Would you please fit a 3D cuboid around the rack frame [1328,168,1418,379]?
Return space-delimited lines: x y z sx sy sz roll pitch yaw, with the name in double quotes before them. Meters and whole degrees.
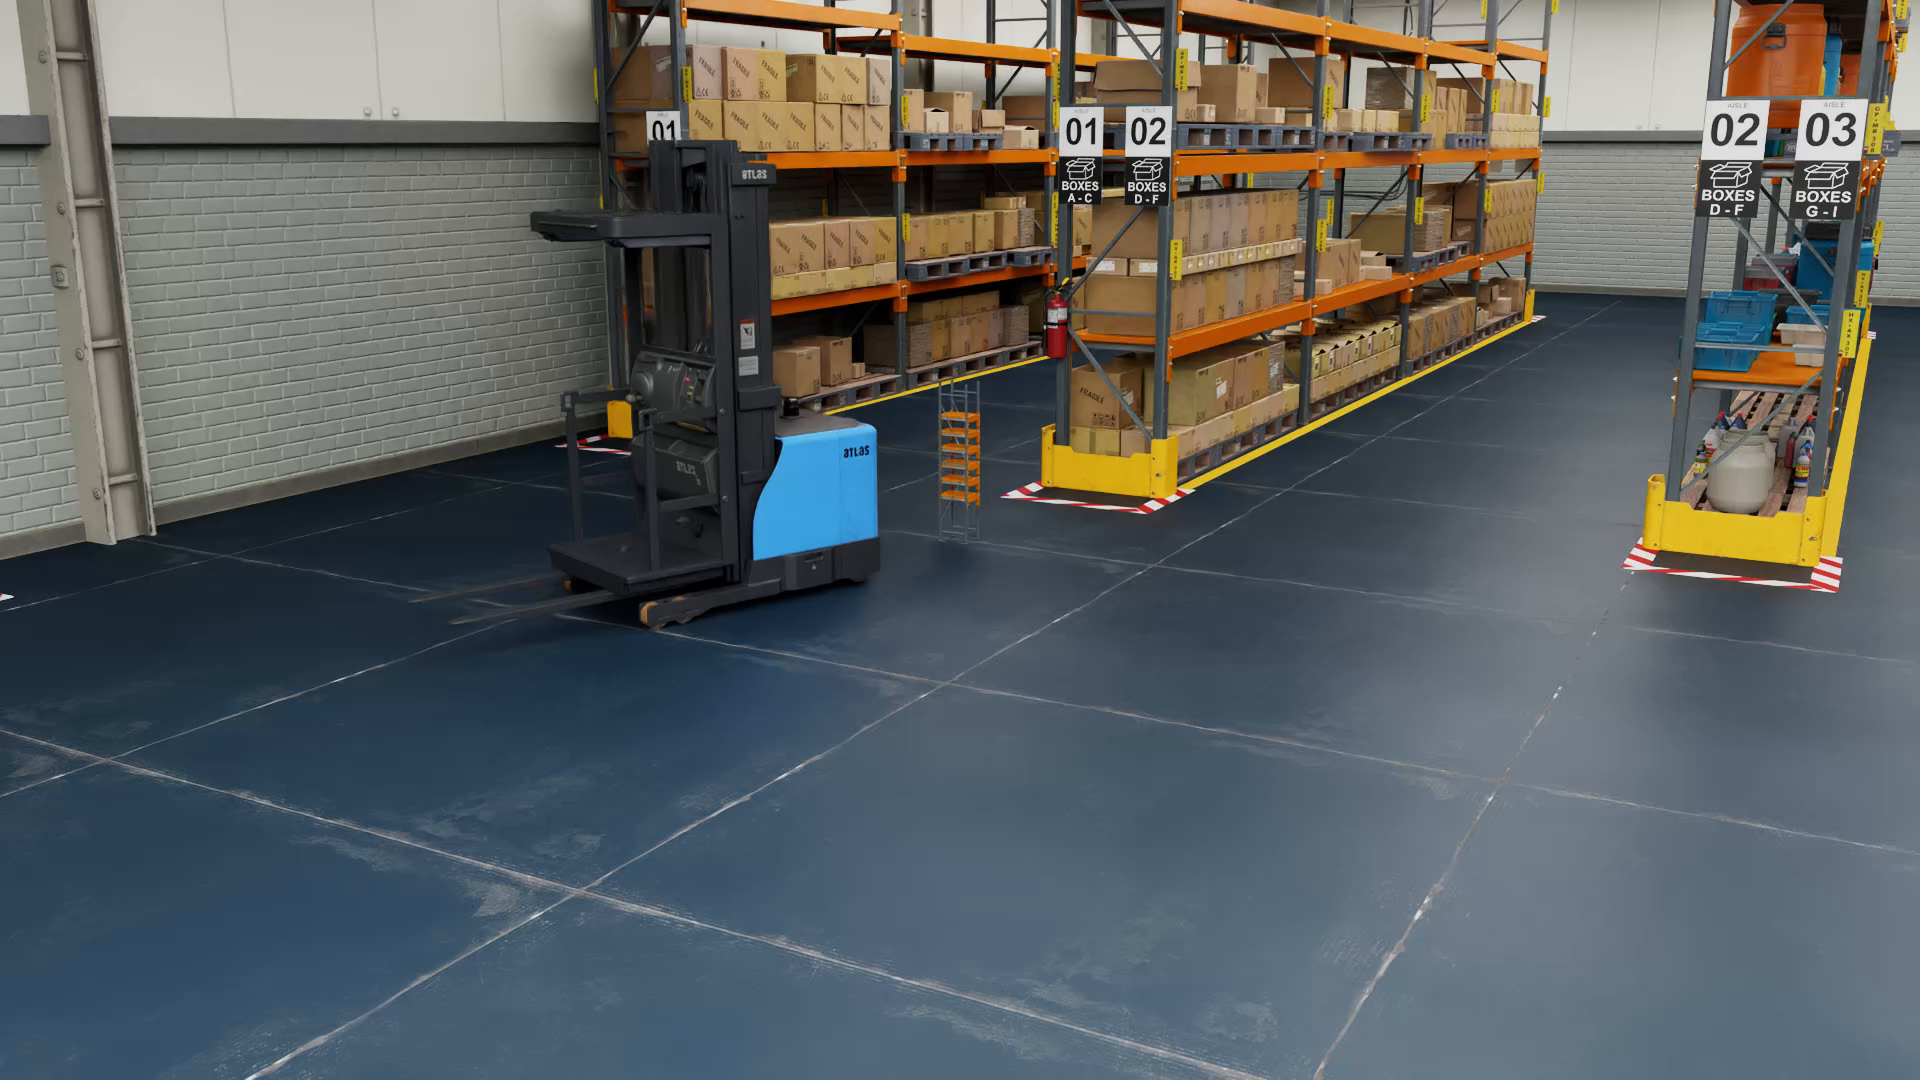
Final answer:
"rack frame" 5.160 -3.548 20.851 1.000 3.000 0.127 7 15 28

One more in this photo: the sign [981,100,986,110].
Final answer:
"sign" 0.340 -5.921 23.022 0.100 0.325 0.005 7 15 28

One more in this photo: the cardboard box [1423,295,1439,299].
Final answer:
"cardboard box" 6.646 -3.296 24.199 0.500 0.500 0.500 7 15 26

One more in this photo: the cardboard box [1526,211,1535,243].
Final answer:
"cardboard box" 9.049 -5.115 27.138 0.500 0.500 0.500 8 16 30

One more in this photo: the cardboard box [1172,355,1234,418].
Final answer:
"cardboard box" 2.217 -1.431 15.438 0.500 0.500 0.500 7 15 28

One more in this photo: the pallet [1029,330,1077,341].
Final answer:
"pallet" 1.269 -2.906 24.138 1.003 0.211 1.213 7 15 28

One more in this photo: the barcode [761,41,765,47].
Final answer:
"barcode" -2.161 -5.433 18.217 0.001 0.075 0.075 7 15 28

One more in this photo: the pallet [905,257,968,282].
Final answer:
"pallet" -0.615 -3.335 20.376 1.003 0.211 1.213 7 15 28

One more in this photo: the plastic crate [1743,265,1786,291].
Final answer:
"plastic crate" 7.527 -2.331 15.664 0.402 0.464 0.583 7 15 28

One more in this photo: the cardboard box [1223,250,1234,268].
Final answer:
"cardboard box" 2.291 -2.591 15.285 0.380 0.149 0.250 7 15 27

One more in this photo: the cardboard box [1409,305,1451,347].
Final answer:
"cardboard box" 6.373 -2.926 22.665 0.500 0.500 0.500 7 15 26

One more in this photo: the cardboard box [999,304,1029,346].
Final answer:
"cardboard box" 0.519 -2.954 22.780 0.700 0.500 0.500 8 16 29

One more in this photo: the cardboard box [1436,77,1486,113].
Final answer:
"cardboard box" 7.295 -6.466 24.206 0.700 0.500 0.500 7 15 28

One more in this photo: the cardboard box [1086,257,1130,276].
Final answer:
"cardboard box" 1.310 -2.371 14.370 0.380 0.149 0.250 7 15 27

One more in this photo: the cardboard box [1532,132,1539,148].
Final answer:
"cardboard box" 9.010 -6.440 26.764 0.500 0.250 0.500 7 15 28

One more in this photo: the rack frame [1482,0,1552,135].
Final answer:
"rack frame" 9.027 -8.106 26.956 1.000 3.000 0.127 7 15 28

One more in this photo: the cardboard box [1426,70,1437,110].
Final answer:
"cardboard box" 5.869 -5.839 21.607 0.500 0.500 0.500 7 15 28

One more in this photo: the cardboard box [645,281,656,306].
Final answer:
"cardboard box" -2.990 -2.522 16.872 0.500 0.250 0.500 8 16 29

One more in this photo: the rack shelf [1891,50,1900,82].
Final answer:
"rack shelf" 12.395 -6.589 23.054 1.077 0.370 4.000 7 15 28

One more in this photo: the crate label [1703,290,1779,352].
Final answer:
"crate label" 6.280 -1.770 13.401 0.502 0.435 0.616 7 15 28

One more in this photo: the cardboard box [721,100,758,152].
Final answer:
"cardboard box" -2.374 -4.130 16.610 0.500 0.500 0.500 9 16 32

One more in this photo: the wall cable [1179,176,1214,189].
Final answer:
"wall cable" 4.480 -6.614 31.399 0.084 1.984 1.851 7 15 28

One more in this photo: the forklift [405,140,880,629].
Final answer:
"forklift" -1.994 -1.014 10.485 3.031 2.935 1.130 -11 18 -39

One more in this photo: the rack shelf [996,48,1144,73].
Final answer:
"rack shelf" 1.788 -6.891 24.306 1.077 0.370 4.000 7 15 28

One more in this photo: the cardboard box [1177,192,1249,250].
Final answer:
"cardboard box" 2.289 -3.006 15.621 0.700 0.500 0.500 7 15 28

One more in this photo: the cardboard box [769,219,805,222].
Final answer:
"cardboard box" -2.021 -3.309 18.537 0.500 0.500 0.500 8 16 30

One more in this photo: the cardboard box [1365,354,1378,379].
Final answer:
"cardboard box" 4.627 -2.071 19.695 0.500 0.250 0.500 8 16 29

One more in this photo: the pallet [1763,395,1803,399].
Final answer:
"pallet" 9.839 -1.797 19.537 1.003 0.211 1.213 7 15 28

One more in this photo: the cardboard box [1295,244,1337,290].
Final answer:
"cardboard box" 3.866 -3.040 18.529 0.500 0.500 0.500 9 16 32

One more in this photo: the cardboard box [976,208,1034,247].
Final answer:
"cardboard box" 0.603 -4.274 22.708 0.700 0.500 0.500 5 15 21

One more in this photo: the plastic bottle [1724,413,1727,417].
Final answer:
"plastic bottle" 7.023 -1.037 15.319 0.097 0.271 0.097 0 14 0

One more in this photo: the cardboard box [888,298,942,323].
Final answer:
"cardboard box" -0.561 -2.895 20.936 0.500 0.250 0.500 7 15 27

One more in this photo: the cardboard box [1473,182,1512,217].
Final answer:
"cardboard box" 8.065 -5.180 25.271 0.500 0.500 0.500 7 15 26

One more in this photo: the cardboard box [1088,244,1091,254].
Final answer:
"cardboard box" 1.781 -4.305 24.482 0.380 0.149 0.250 8 16 29

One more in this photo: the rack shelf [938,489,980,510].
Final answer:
"rack shelf" -0.007 -0.304 12.447 0.258 0.103 0.180 7 15 28

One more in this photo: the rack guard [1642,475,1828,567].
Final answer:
"rack guard" 5.622 -0.151 12.092 1.175 0.500 0.348 7 15 28

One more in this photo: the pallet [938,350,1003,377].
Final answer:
"pallet" -0.148 -2.344 21.804 1.003 0.211 1.213 7 15 28

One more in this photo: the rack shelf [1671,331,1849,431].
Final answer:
"rack shelf" 6.594 -1.405 13.498 1.077 0.370 4.000 7 15 28

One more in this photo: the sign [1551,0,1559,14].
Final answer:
"sign" 9.503 -8.570 26.550 0.100 0.325 0.005 7 15 28

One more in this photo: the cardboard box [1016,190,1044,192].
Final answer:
"cardboard box" 1.067 -4.904 23.986 0.500 0.250 0.500 7 15 26

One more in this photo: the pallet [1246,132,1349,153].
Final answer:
"pallet" 3.641 -4.275 17.875 0.805 0.209 1.217 7 15 26

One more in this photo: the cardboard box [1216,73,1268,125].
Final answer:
"cardboard box" 2.752 -4.433 16.713 0.500 0.500 0.500 9 16 33

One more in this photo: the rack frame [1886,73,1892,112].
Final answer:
"rack frame" 11.428 -6.723 21.221 1.000 3.000 0.127 7 15 28

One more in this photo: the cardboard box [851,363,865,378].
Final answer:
"cardboard box" -1.345 -2.011 19.583 0.380 0.166 0.250 5 15 21

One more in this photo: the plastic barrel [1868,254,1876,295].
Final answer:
"plastic barrel" 9.535 -2.923 17.967 0.600 0.536 0.708 7 15 28

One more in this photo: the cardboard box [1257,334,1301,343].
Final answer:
"cardboard box" 3.660 -2.193 19.003 0.500 0.311 0.500 7 15 28

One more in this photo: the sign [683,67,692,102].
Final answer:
"sign" -2.571 -4.289 15.659 0.100 0.325 0.005 7 15 28

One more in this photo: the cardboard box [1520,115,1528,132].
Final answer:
"cardboard box" 8.515 -6.479 25.860 0.500 0.250 0.500 7 15 28

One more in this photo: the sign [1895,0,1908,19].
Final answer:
"sign" 9.979 -5.685 17.602 0.100 0.325 0.005 7 15 28

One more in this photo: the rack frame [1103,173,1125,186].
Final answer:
"rack frame" 2.755 -4.929 26.580 1.000 3.000 0.127 7 15 28

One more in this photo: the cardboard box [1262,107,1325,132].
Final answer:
"cardboard box" 3.532 -4.442 17.584 0.500 0.250 0.500 9 16 34

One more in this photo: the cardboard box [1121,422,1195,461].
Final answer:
"cardboard box" 1.746 -0.859 14.668 0.500 0.250 0.500 7 15 28

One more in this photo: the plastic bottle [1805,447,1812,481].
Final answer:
"plastic bottle" 6.901 -0.619 13.559 0.061 0.283 0.133 8 16 29

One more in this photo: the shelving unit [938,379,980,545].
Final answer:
"shelving unit" -0.007 -0.580 12.381 0.258 1.200 0.189 7 15 28

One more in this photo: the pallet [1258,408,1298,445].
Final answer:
"pallet" 2.805 -1.214 17.117 1.003 0.211 1.213 7 15 28

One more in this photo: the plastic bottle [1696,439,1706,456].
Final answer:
"plastic bottle" 6.171 -0.691 13.856 0.061 0.283 0.133 8 16 29
